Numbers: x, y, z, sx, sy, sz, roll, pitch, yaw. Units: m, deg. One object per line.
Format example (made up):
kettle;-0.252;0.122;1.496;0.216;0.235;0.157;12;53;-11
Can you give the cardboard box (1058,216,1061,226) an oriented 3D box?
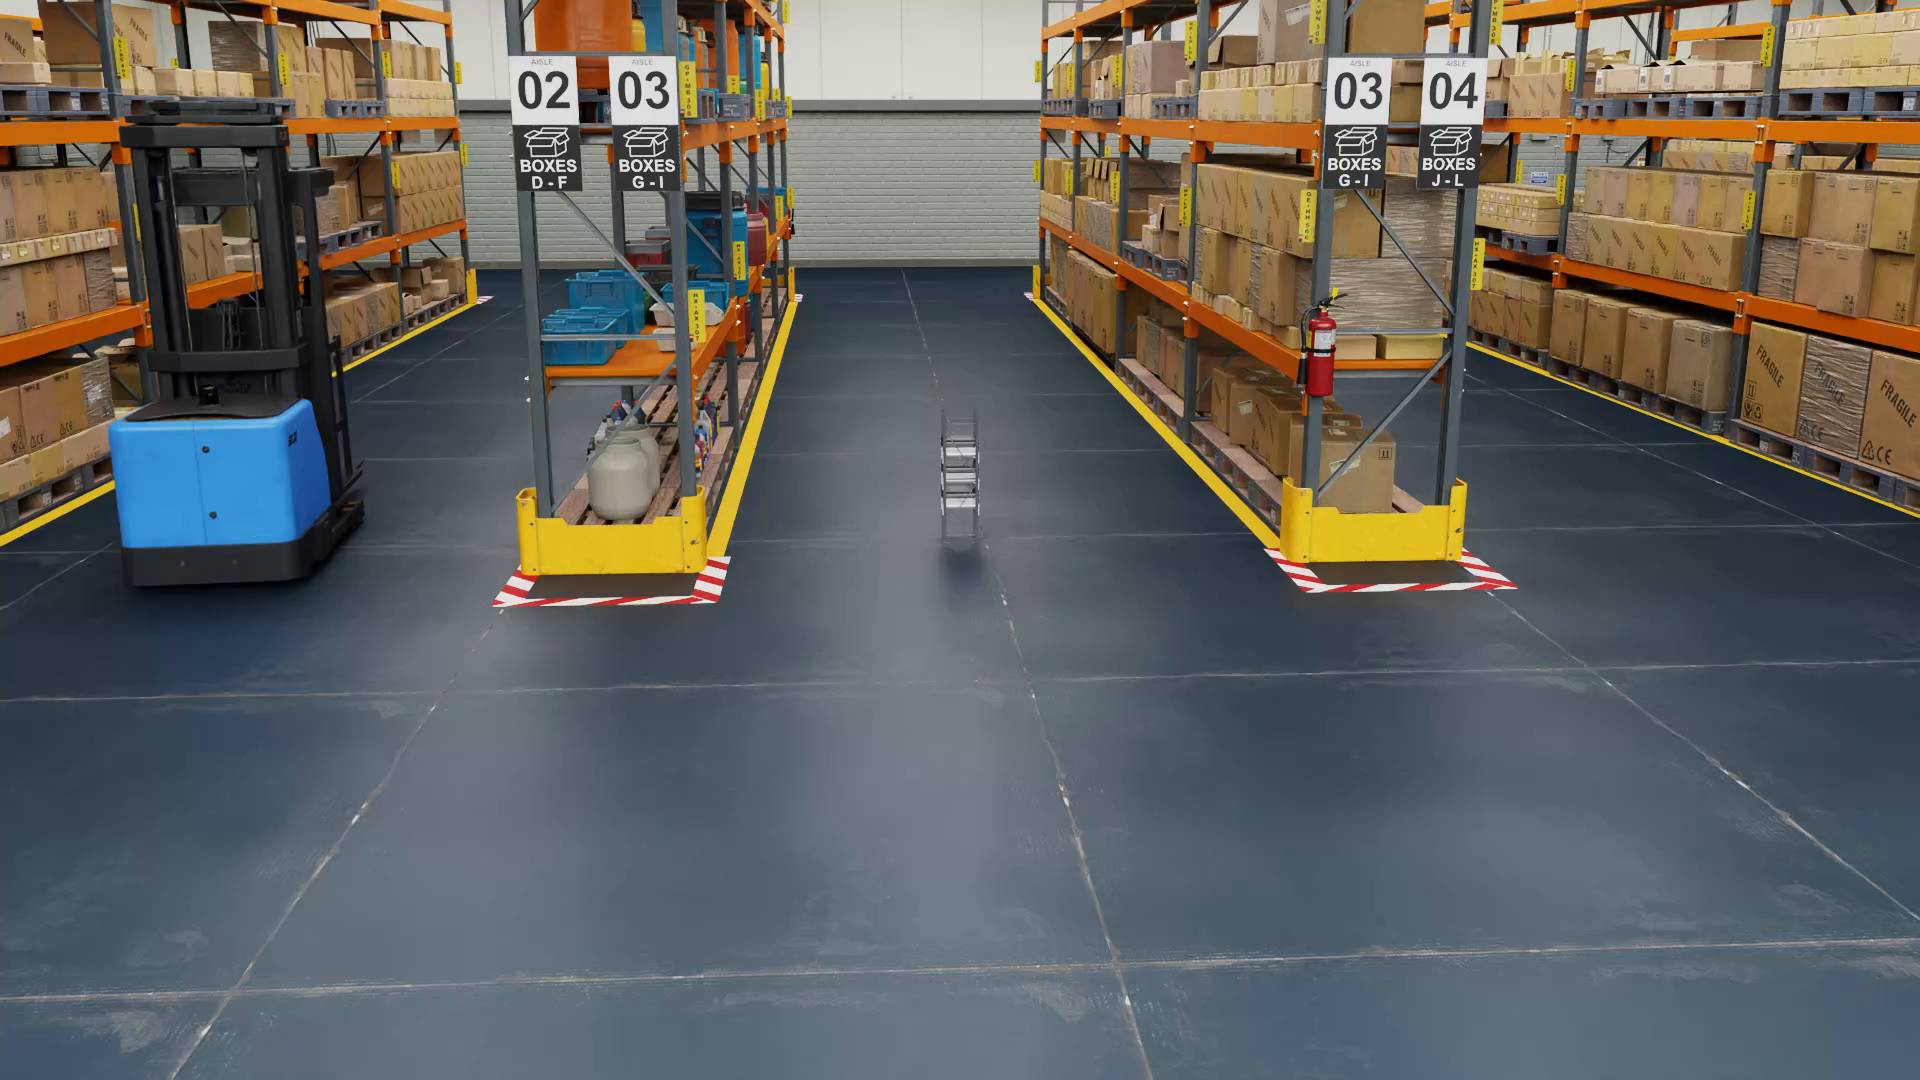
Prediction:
cardboard box;1.596;-4.524;23.592;0.380;0.149;0.250;-1;14;-2

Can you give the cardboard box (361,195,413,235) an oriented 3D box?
cardboard box;-7.641;-4.346;22.197;0.500;0.500;0.500;-1;14;-2

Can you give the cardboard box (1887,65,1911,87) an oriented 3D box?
cardboard box;7.236;-3.489;12.509;0.380;0.149;0.250;-1;14;-3

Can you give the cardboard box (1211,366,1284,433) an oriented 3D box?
cardboard box;2.487;-1.222;14.429;0.500;0.500;0.500;-1;14;-5

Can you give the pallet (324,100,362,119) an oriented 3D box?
pallet;-7.843;-5.107;19.713;1.213;0.211;1.003;-1;14;-3

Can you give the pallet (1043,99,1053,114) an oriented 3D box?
pallet;1.815;-6.539;25.078;1.003;0.211;1.213;-1;14;-3

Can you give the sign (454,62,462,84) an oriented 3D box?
sign;-7.574;-7.046;25.097;0.100;0.325;0.005;-1;14;-3

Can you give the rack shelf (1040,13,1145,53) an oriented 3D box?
rack shelf;1.883;-7.179;23.616;1.077;0.370;4.000;-1;14;-3

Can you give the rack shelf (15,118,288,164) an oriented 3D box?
rack shelf;-7.509;-3.779;15.617;1.077;0.370;4.000;-1;14;-3

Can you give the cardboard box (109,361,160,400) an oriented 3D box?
cardboard box;-7.162;-1.427;14.603;0.500;0.311;0.500;-1;14;-3

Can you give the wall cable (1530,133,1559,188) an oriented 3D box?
wall cable;11.277;-7.376;32.071;0.585;1.953;0.123;-1;14;-3

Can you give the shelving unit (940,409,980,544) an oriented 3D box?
shelving unit;0.000;-0.438;11.422;0.258;0.900;0.210;-1;14;-3

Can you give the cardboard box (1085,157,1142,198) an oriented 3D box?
cardboard box;2.054;-4.694;21.537;0.797;0.503;0.637;-1;14;-5

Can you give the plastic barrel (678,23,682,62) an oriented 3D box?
plastic barrel;-2.690;-4.071;14.304;0.600;0.901;0.708;-1;14;-3

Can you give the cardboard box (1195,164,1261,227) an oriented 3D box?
cardboard box;2.276;-2.890;13.934;0.500;0.500;0.500;-1;14;-3

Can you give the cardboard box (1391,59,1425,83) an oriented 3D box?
cardboard box;2.964;-2.979;10.567;0.380;0.149;0.250;-1;14;-4

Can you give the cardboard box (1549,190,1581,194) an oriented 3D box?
cardboard box;7.311;-4.124;20.002;0.380;0.149;0.250;0;14;-1

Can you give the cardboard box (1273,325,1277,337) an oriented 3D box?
cardboard box;2.470;-1.529;11.953;0.380;0.149;0.250;-1;14;-3

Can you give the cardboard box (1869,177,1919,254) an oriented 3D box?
cardboard box;7.534;-2.481;12.680;0.875;0.550;0.500;-1;14;-3

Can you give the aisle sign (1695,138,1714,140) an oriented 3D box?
aisle sign;11.955;-6.748;26.516;0.394;0.787;0.004;-1;14;-3

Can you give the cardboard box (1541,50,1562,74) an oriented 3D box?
cardboard box;6.880;-5.471;19.013;0.396;0.266;0.258;-1;14;-3

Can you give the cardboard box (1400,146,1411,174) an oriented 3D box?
cardboard box;6.609;-5.415;23.750;0.500;0.500;0.500;-1;14;-2

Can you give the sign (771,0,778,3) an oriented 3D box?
sign;-2.388;-7.054;21.304;0.100;0.325;0.005;-1;14;-3

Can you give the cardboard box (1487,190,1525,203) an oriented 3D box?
cardboard box;6.645;-4.181;20.226;0.380;0.149;0.250;0;14;-1

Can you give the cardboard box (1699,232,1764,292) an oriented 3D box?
cardboard box;7.160;-2.555;15.234;0.500;0.500;0.500;-1;14;-4

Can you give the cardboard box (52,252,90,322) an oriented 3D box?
cardboard box;-7.313;-1.984;13.017;0.700;0.500;0.500;-1;14;-4

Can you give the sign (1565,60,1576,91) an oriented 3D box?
sign;6.669;-5.070;18.156;0.100;0.325;0.005;-1;14;-3

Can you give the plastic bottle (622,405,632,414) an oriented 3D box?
plastic bottle;-2.812;-0.981;13.901;0.152;0.276;0.135;0;14;-1

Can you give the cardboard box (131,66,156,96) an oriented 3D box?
cardboard box;-7.451;-4.050;14.687;0.500;0.250;0.500;-2;15;-9

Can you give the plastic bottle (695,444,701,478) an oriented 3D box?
plastic bottle;-1.995;-0.605;12.451;0.097;0.271;0.097;0;14;0

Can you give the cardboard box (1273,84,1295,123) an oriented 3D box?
cardboard box;2.433;-2.954;11.270;0.500;0.250;0.500;-1;14;-3

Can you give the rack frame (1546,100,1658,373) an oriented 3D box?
rack frame;7.211;-3.375;18.625;1.000;3.000;0.127;-1;14;-3

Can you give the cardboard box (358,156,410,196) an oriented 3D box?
cardboard box;-7.629;-4.821;22.036;0.500;0.500;0.500;-1;14;-2

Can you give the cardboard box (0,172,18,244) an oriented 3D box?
cardboard box;-7.258;-2.369;11.910;0.700;0.500;0.500;-1;14;-3

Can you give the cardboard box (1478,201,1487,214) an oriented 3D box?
cardboard box;6.627;-4.102;20.513;0.380;0.149;0.250;-1;14;-5

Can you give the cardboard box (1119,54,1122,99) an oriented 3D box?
cardboard box;2.145;-5.180;18.571;0.797;0.503;0.637;0;14;0

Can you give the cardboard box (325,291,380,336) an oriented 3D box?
cardboard box;-7.512;-2.803;20.534;0.500;0.500;0.500;-1;14;-3

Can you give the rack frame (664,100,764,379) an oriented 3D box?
rack frame;-2.689;-3.247;18.128;1.000;3.000;0.127;-1;14;-3

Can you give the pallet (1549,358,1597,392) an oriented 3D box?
pallet;7.185;-1.828;18.206;1.003;0.211;1.213;-1;14;-3

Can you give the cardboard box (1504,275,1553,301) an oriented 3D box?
cardboard box;6.865;-3.023;19.923;0.500;0.250;0.500;-1;14;-3

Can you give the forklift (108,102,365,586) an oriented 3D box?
forklift;-4.818;-1.455;11.299;1.130;2.935;3.031;-2;15;-8

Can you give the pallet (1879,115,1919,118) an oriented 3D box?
pallet;11.980;-5.275;20.369;1.003;0.211;1.213;0;14;-1

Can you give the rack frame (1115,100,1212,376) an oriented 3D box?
rack frame;2.254;-3.324;18.425;1.000;3.000;0.127;-1;14;-3

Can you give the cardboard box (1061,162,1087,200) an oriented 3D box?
cardboard box;1.684;-4.988;23.092;0.500;0.500;0.500;-1;14;-3

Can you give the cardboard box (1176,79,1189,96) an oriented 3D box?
cardboard box;2.286;-4.337;15.968;0.380;0.166;0.250;-1;14;-5

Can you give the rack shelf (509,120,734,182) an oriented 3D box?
rack shelf;-2.317;-2.859;12.044;1.077;0.370;4.000;-1;14;-3

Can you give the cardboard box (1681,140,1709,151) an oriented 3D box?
cardboard box;11.384;-6.090;25.667;0.380;0.149;0.250;0;14;-2

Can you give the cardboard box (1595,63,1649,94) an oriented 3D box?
cardboard box;7.036;-4.853;17.484;0.500;0.311;0.500;-1;14;-3

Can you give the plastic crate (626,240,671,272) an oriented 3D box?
plastic crate;-2.777;-2.399;14.703;0.402;0.464;0.583;-1;14;-3

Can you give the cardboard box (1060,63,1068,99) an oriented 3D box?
cardboard box;1.839;-6.668;24.159;0.700;0.500;0.500;-2;15;-7

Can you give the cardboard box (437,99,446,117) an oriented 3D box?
cardboard box;-7.814;-6.293;24.247;0.500;0.250;0.500;-1;14;-3

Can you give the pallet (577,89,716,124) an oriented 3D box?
pallet;-2.147;-2.826;10.850;1.003;0.211;1.213;-1;14;-3

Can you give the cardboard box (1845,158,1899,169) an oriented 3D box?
cardboard box;11.725;-4.639;21.331;0.500;0.500;0.500;-1;14;-5

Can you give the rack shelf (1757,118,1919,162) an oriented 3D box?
rack shelf;7.583;-2.987;12.541;1.077;0.370;4.000;-1;14;-3

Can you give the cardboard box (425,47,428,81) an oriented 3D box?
cardboard box;-8.134;-6.894;24.072;0.700;0.500;0.500;-1;14;-3

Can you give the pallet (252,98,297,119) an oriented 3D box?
pallet;-7.502;-4.366;16.833;1.213;0.211;1.003;0;14;-1
